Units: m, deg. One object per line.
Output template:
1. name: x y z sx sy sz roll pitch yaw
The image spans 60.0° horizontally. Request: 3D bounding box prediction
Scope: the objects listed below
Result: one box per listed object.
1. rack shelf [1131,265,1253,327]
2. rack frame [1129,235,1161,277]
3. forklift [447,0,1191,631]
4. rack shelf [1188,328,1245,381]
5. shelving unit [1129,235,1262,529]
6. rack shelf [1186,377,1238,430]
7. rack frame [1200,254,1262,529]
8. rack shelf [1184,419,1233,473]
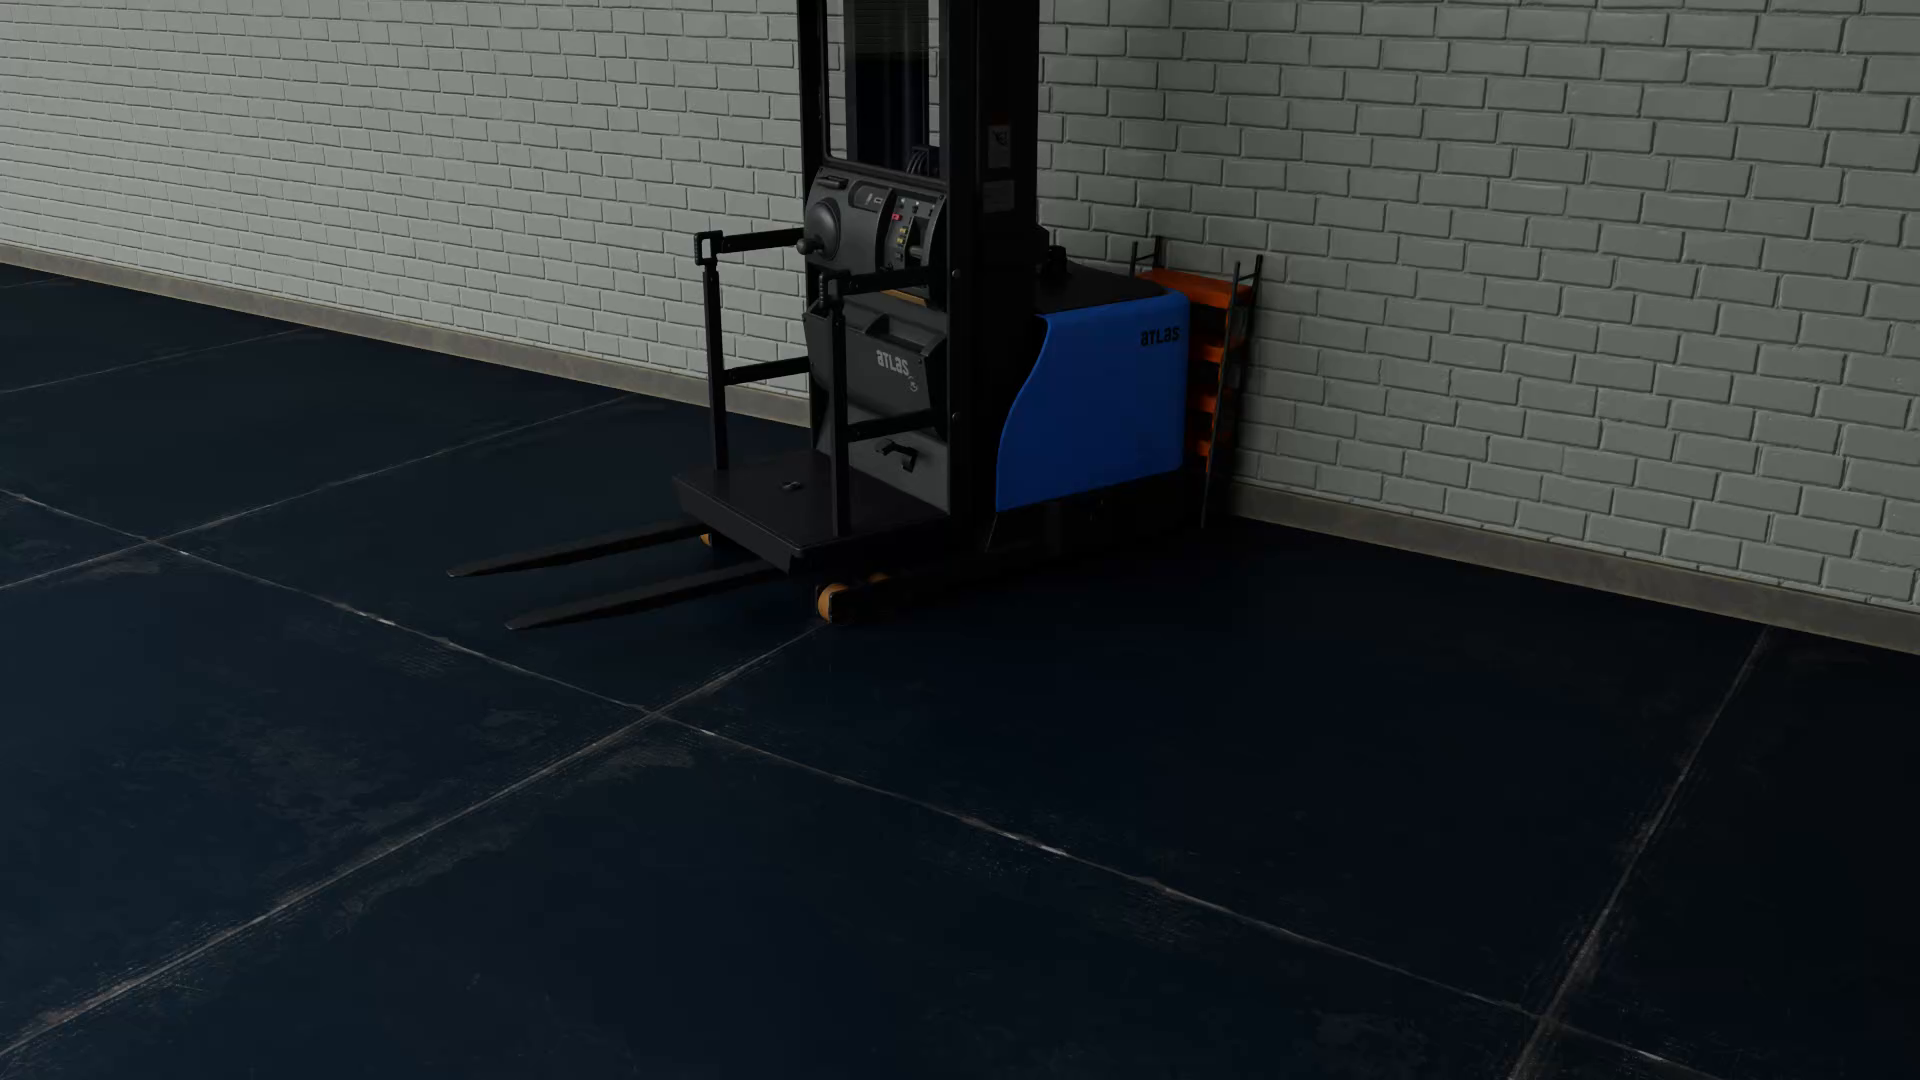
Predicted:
1. rack shelf: 1.009 -1.069 7.260 0.480 0.148 0.258 17 25 30
2. rack frame: 0.779 -0.766 7.524 0.015 1.200 0.240 17 25 30
3. forklift: -0.513 -1.250 6.421 3.031 2.935 1.130 -14 24 -32
4. rack shelf: 0.992 -0.849 7.346 0.480 0.148 0.258 17 25 30
5. shelving unit: 0.981 -0.703 7.403 0.503 1.200 0.258 17 25 30
6. rack shelf: 0.976 -0.641 7.427 0.480 0.148 0.258 17 25 30
7. rack frame: 1.183 -0.640 7.282 0.015 1.200 0.240 17 25 30
8. rack shelf: 0.962 -0.456 7.499 0.480 0.148 0.258 17 25 30
